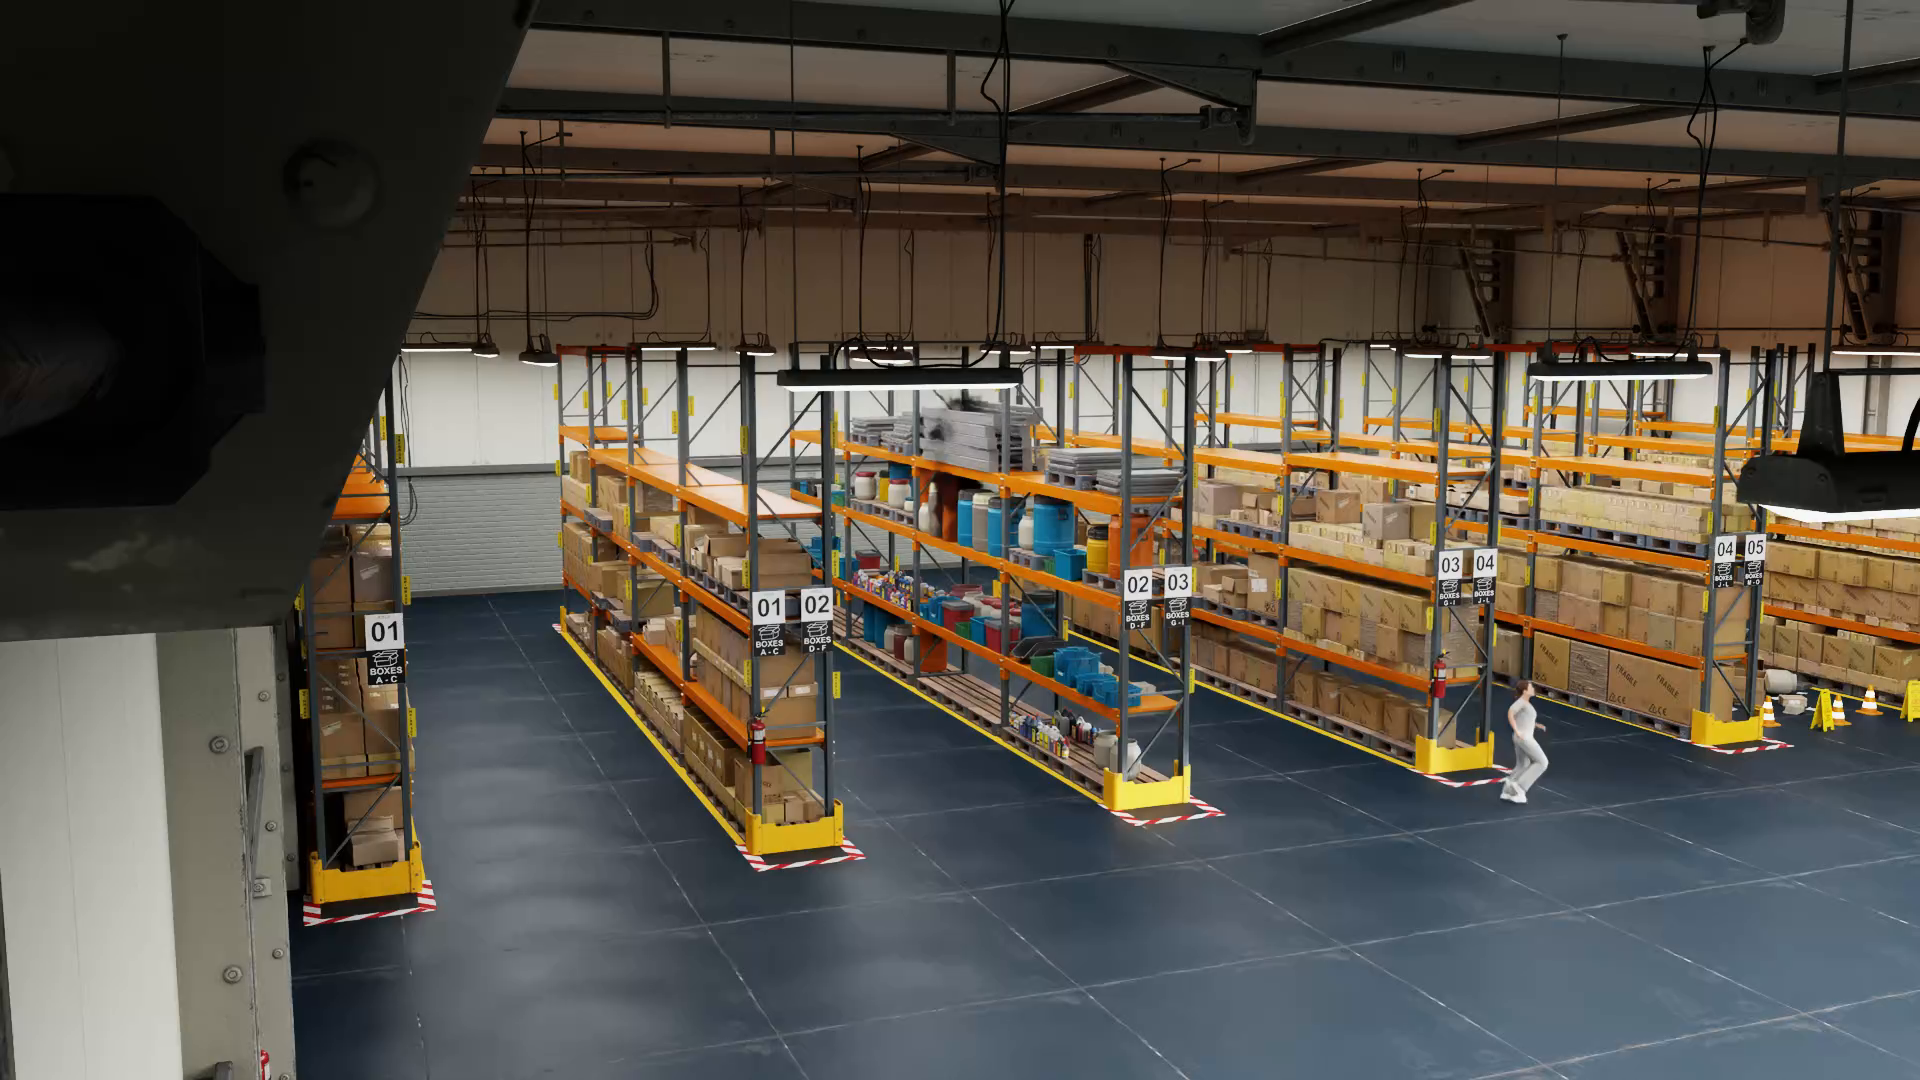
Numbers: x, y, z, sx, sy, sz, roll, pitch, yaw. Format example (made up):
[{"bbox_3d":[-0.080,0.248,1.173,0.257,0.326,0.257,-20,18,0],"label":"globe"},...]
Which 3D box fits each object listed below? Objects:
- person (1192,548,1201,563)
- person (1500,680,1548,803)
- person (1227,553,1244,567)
[{"bbox_3d":[4.853,1.055,34.527,0.677,1.778,0.837,-4,8,-27],"label":"person"},{"bbox_3d":[7.587,2.712,22.337,0.576,1.581,0.577,2,7,14],"label":"person"},{"bbox_3d":[6.747,0.241,41.443,0.891,1.651,0.674,5,9,36],"label":"person"}]
